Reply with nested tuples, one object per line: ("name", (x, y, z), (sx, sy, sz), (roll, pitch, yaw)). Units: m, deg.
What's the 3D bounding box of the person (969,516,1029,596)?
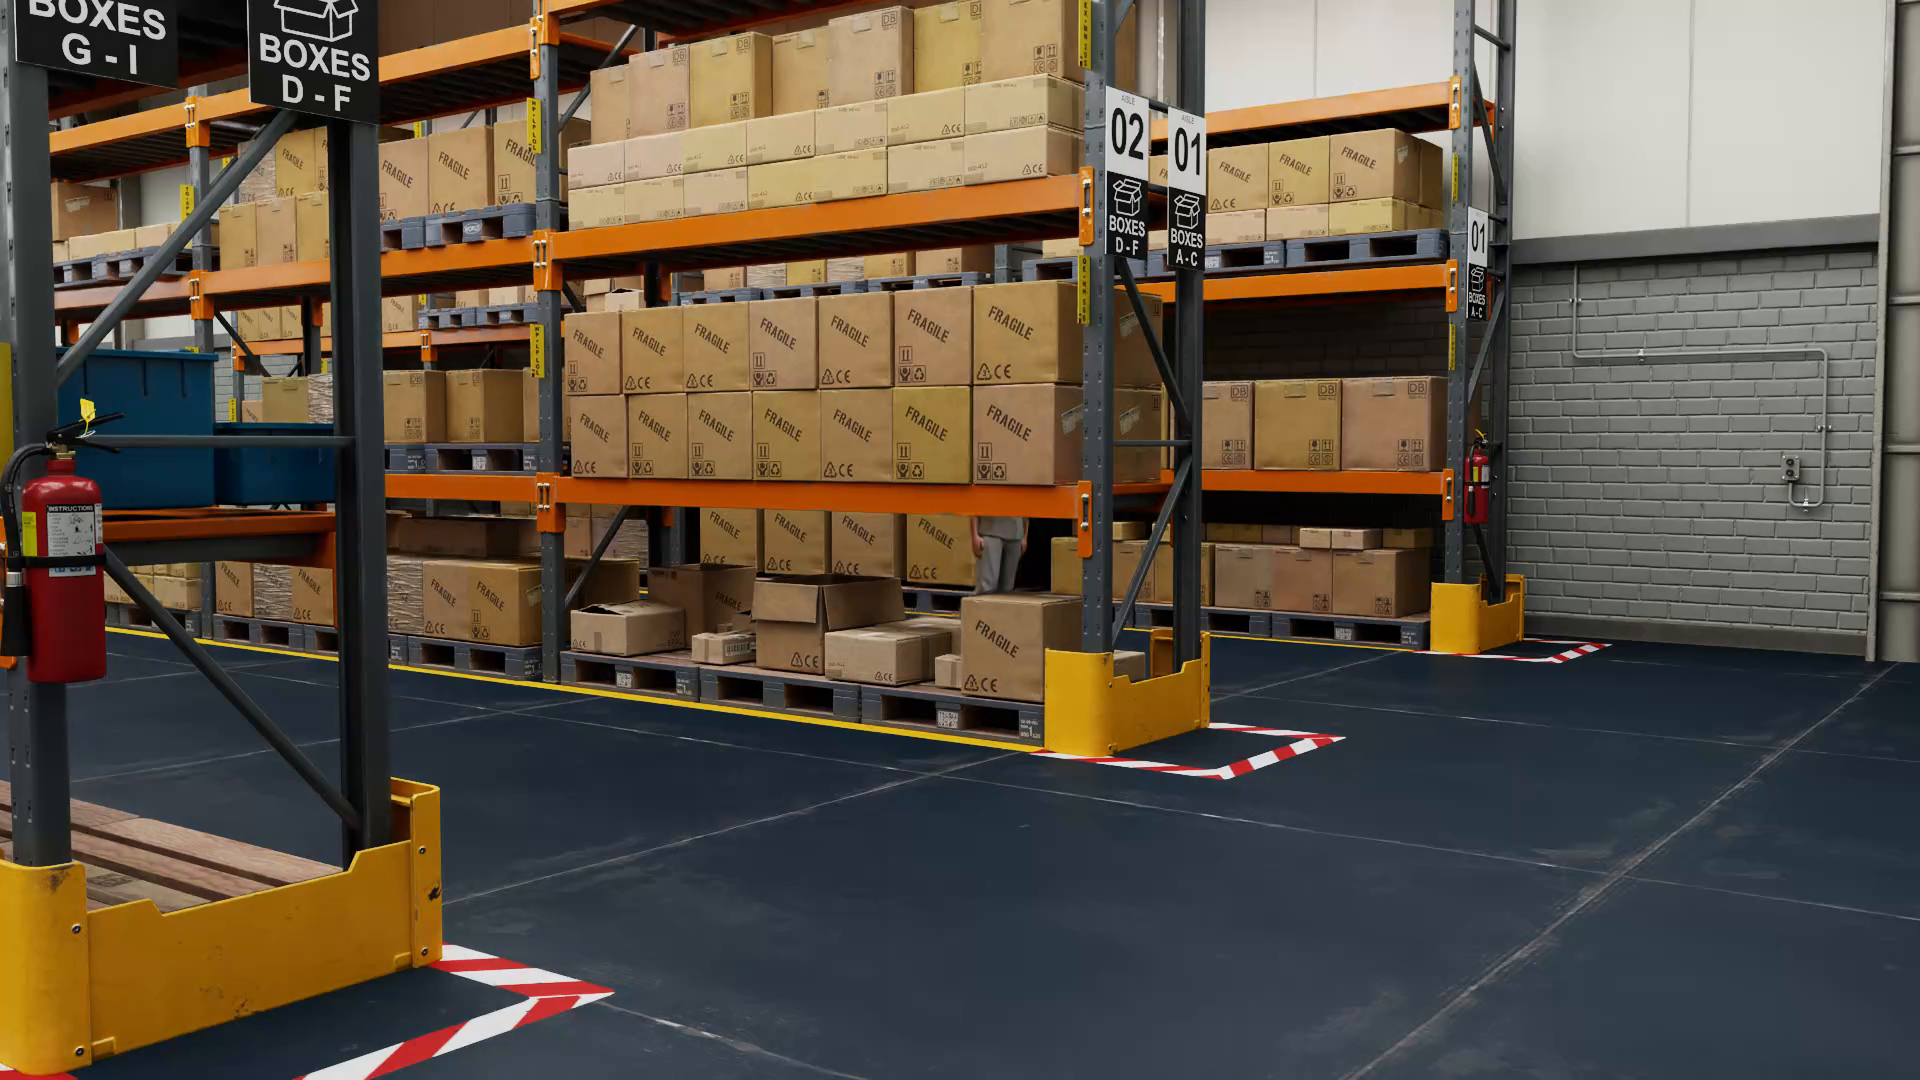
("person", (0.217, -0.006, 11.406), (0.595, 1.667, 0.434), (-2, 4, -30))
